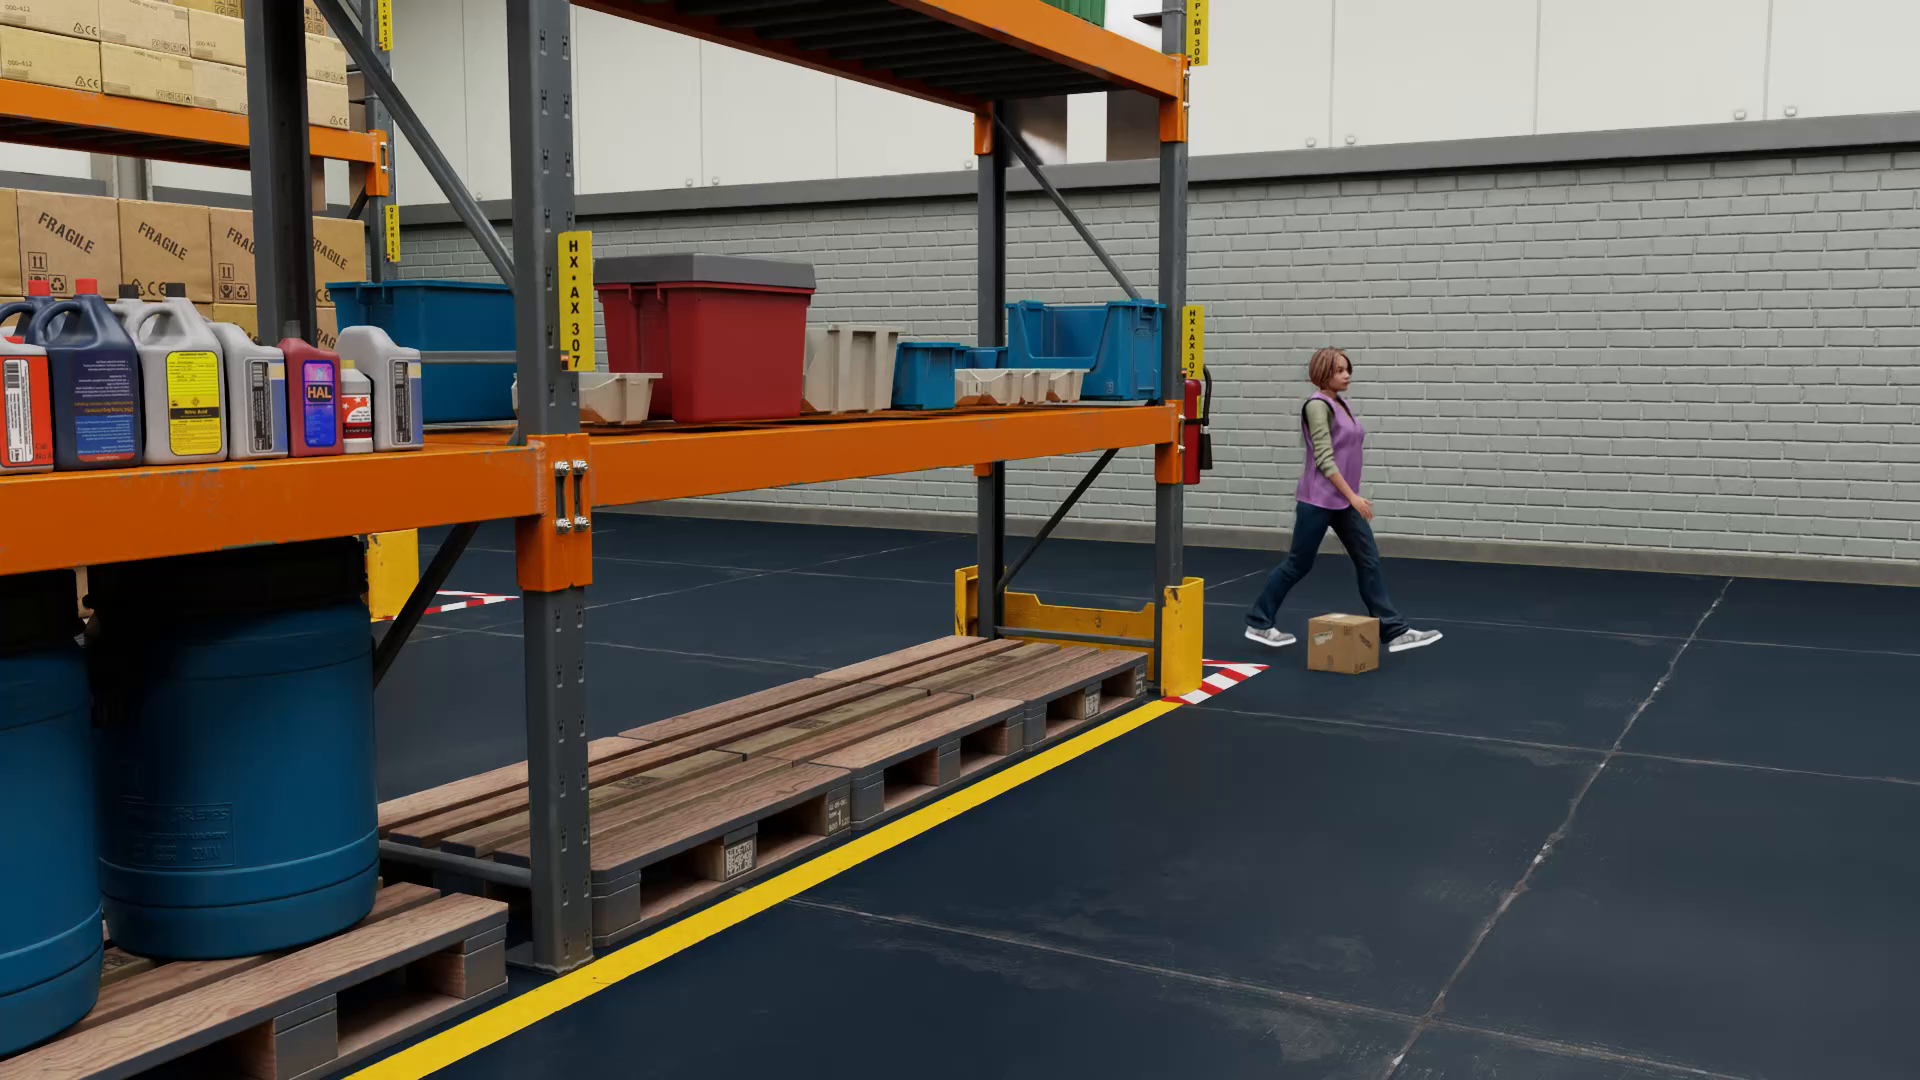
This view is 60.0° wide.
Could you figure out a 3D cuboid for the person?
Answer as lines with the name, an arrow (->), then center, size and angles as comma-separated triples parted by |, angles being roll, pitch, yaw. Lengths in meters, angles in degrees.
person -> 1.903, -0.200, 8.335 | 0.959, 1.535, 0.457 | 5, 8, 37
